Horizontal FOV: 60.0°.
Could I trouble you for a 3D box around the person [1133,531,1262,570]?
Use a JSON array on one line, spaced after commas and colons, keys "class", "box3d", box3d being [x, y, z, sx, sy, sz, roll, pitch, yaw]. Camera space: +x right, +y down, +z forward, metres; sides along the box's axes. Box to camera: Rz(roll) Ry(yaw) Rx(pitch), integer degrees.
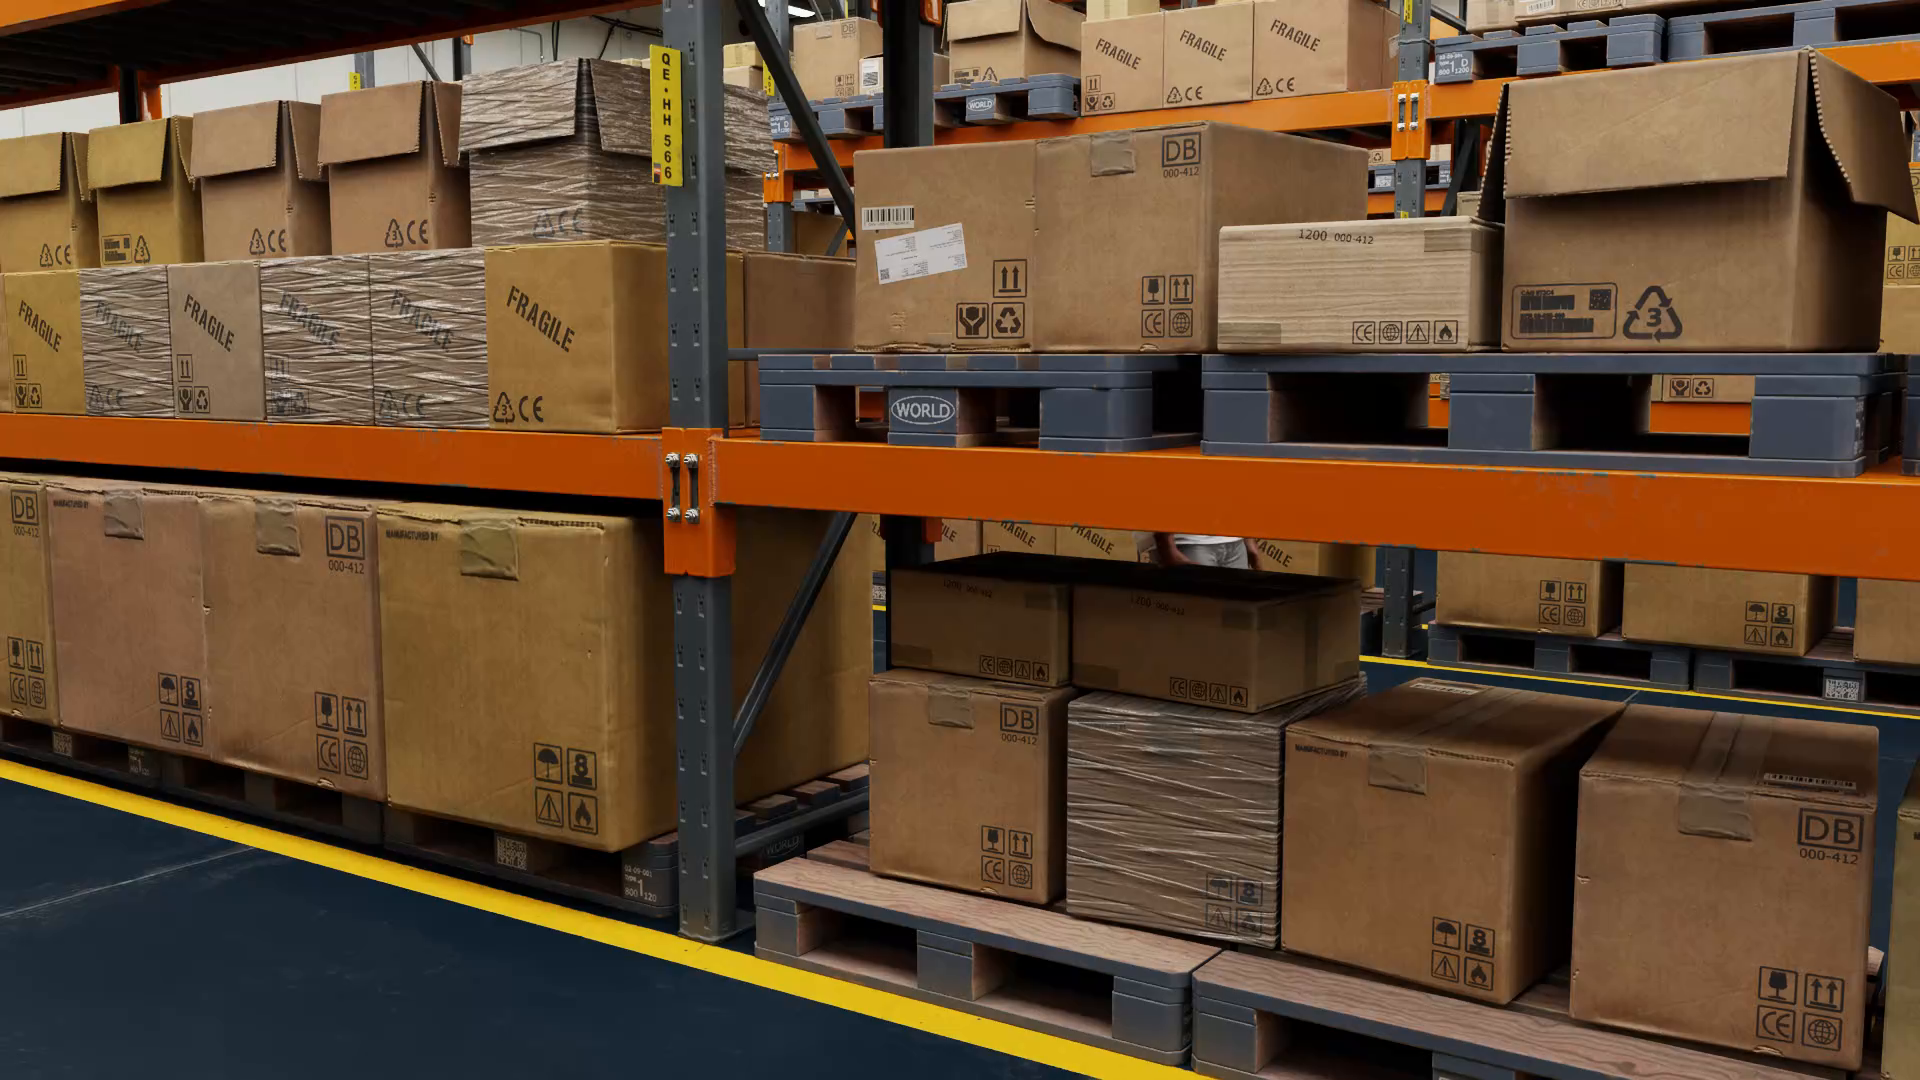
[{"class": "person", "box3d": [0.822, 0.022, 5.496, 0.463, 1.760, 0.631, 5, 8, 36]}]
